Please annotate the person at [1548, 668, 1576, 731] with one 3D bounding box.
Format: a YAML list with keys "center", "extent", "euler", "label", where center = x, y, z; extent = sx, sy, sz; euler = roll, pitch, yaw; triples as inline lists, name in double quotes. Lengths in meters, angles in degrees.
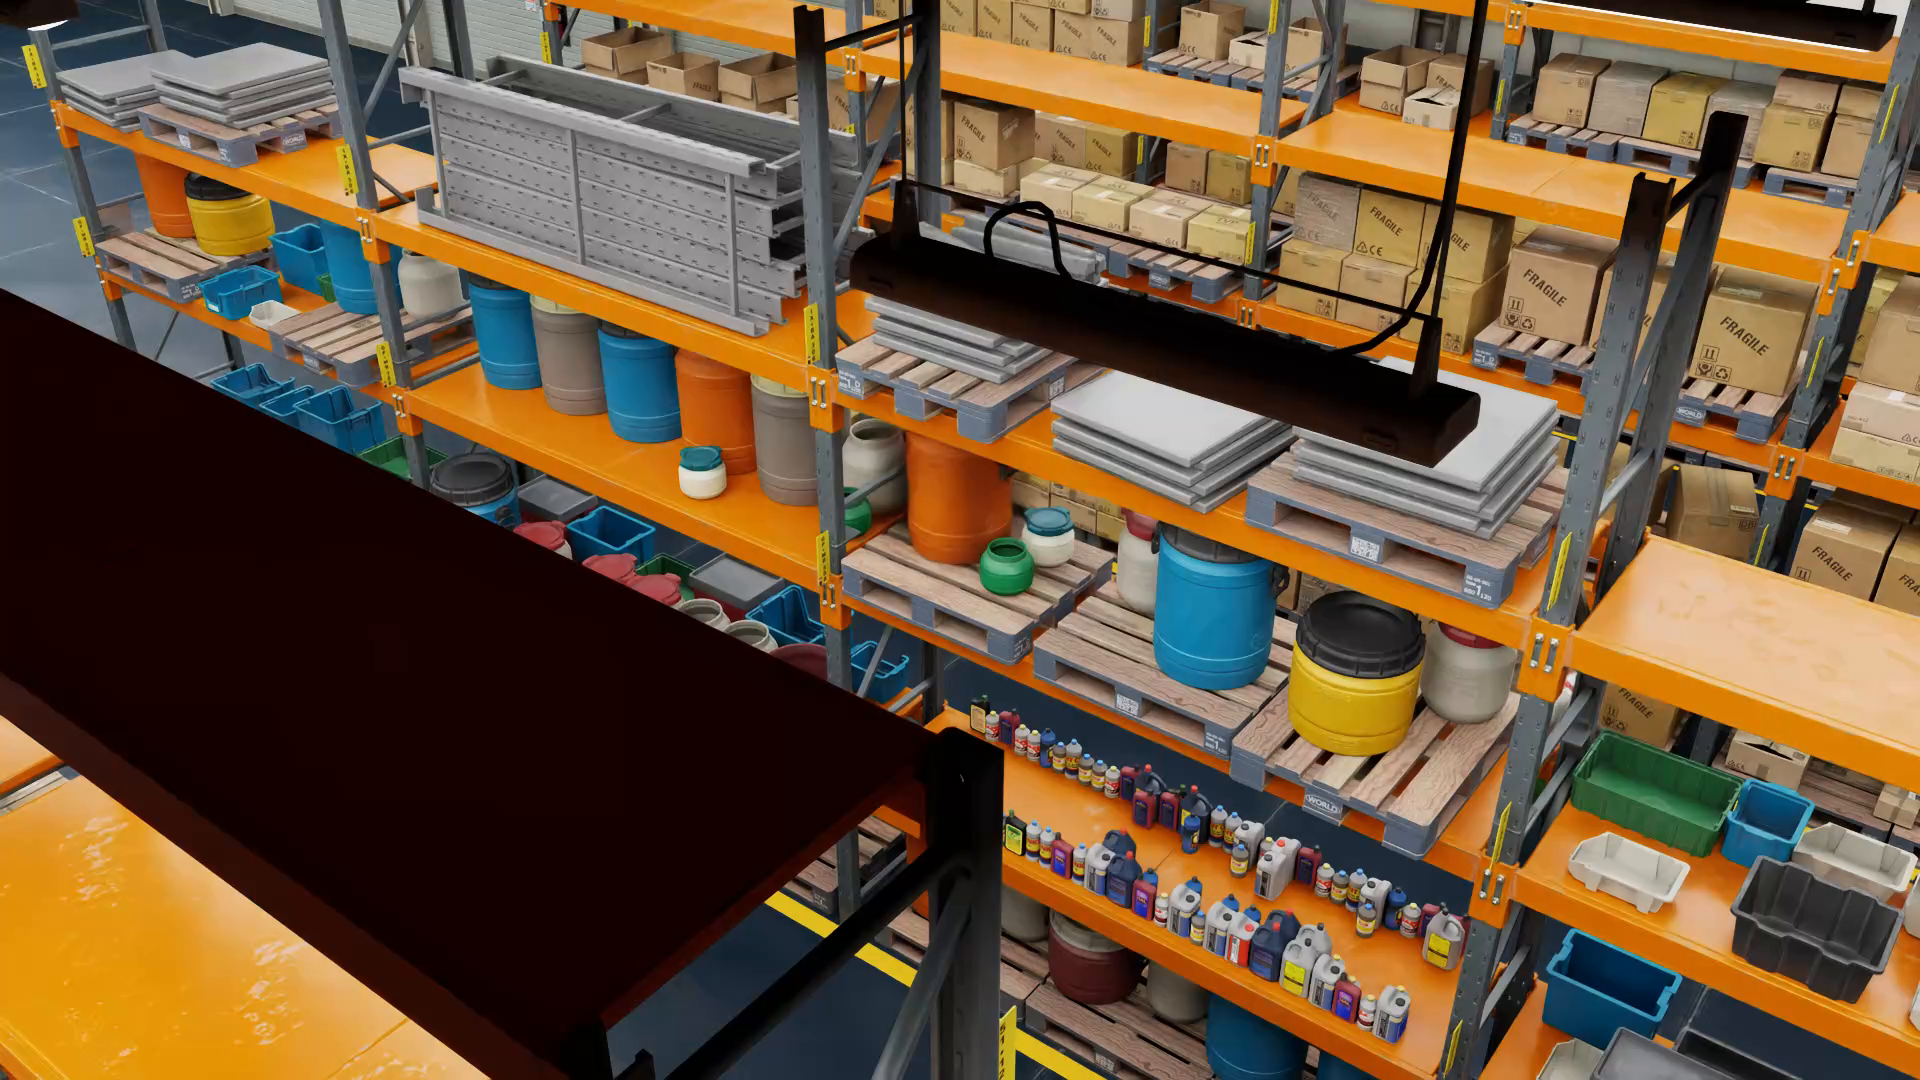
- center: [3.893, 0.966, 10.851]
  extent: [0.338, 0.895, 0.589]
  euler: [19, 36, 28]
  label: "person"
